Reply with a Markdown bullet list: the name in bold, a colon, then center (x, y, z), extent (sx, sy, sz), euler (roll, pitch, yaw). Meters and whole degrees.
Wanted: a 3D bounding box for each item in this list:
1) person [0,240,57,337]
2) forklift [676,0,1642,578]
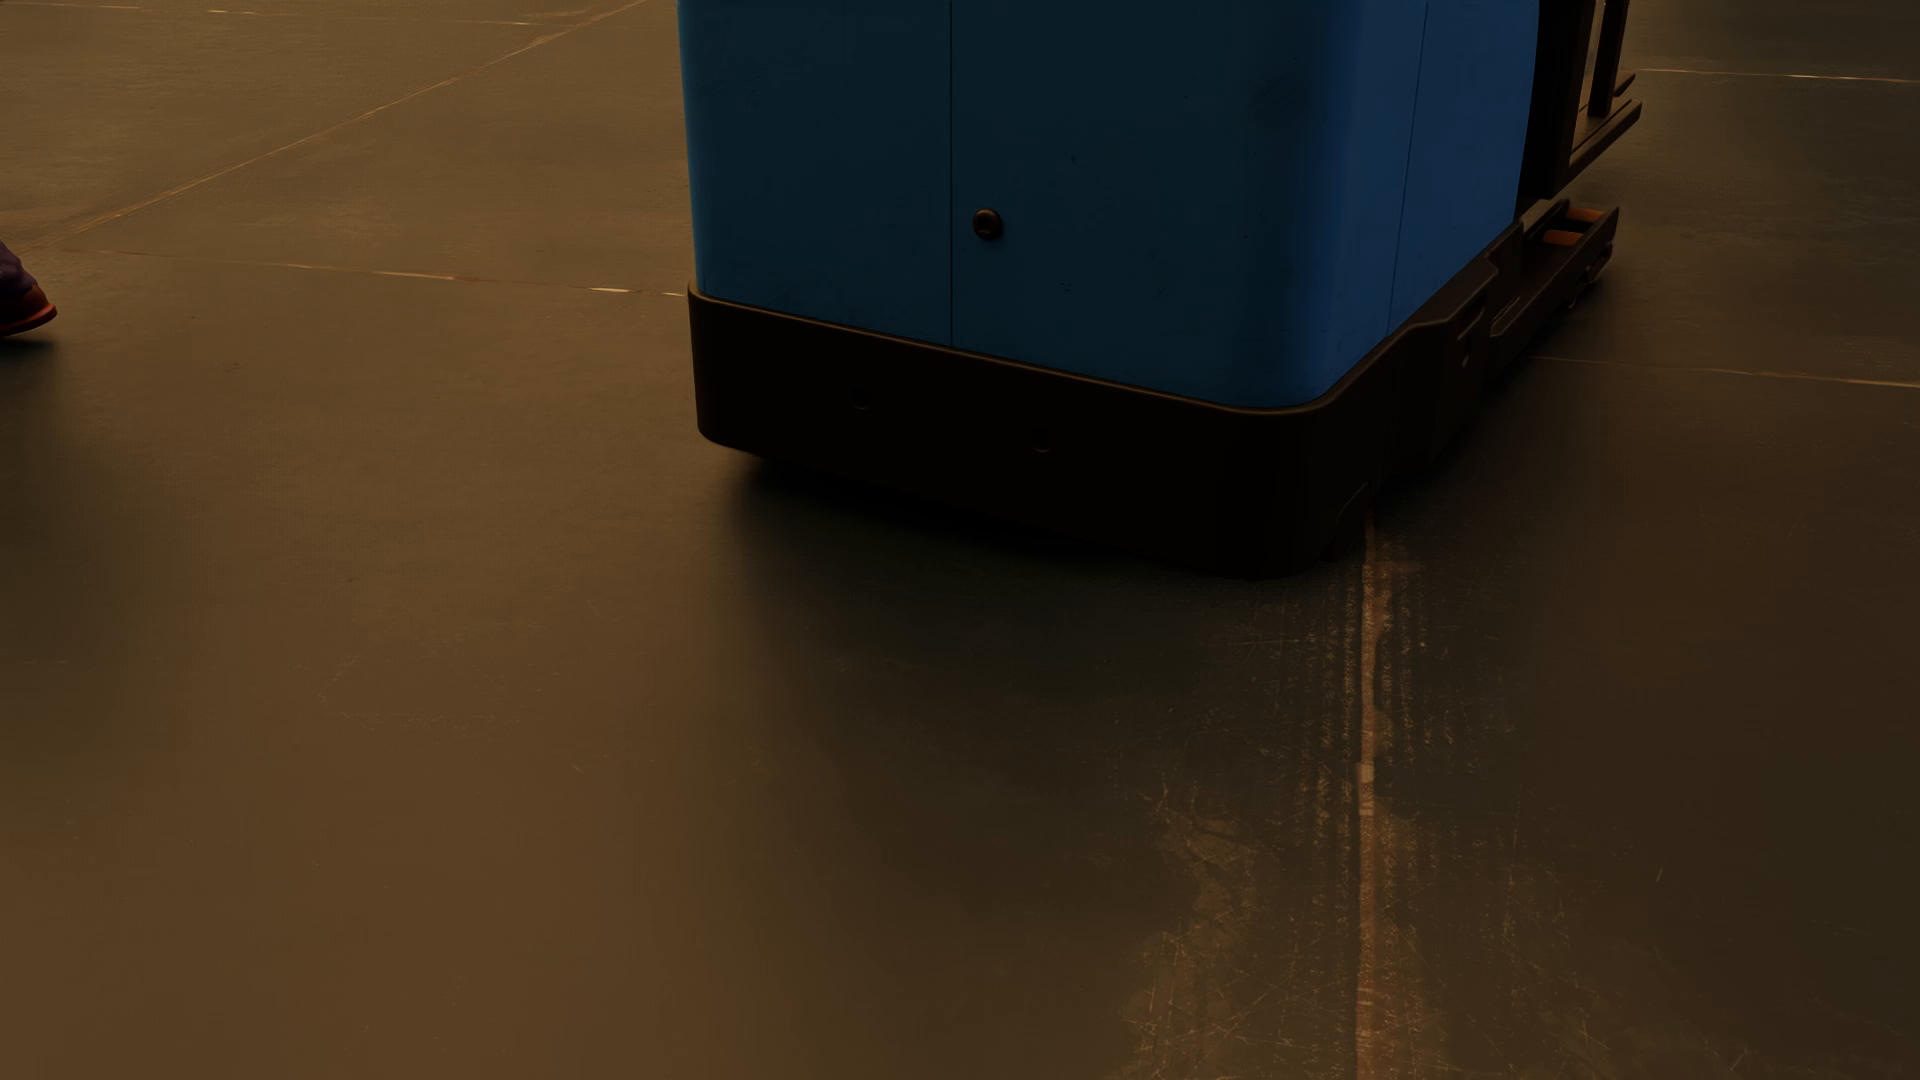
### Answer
- **person**: center (-2.091, -1.050, 2.884), extent (0.850, 1.633, 0.518), euler (-5, 27, -10)
- **forklift**: center (0.764, -1.880, 2.973), extent (1.130, 2.935, 3.031), euler (15, 30, 27)
